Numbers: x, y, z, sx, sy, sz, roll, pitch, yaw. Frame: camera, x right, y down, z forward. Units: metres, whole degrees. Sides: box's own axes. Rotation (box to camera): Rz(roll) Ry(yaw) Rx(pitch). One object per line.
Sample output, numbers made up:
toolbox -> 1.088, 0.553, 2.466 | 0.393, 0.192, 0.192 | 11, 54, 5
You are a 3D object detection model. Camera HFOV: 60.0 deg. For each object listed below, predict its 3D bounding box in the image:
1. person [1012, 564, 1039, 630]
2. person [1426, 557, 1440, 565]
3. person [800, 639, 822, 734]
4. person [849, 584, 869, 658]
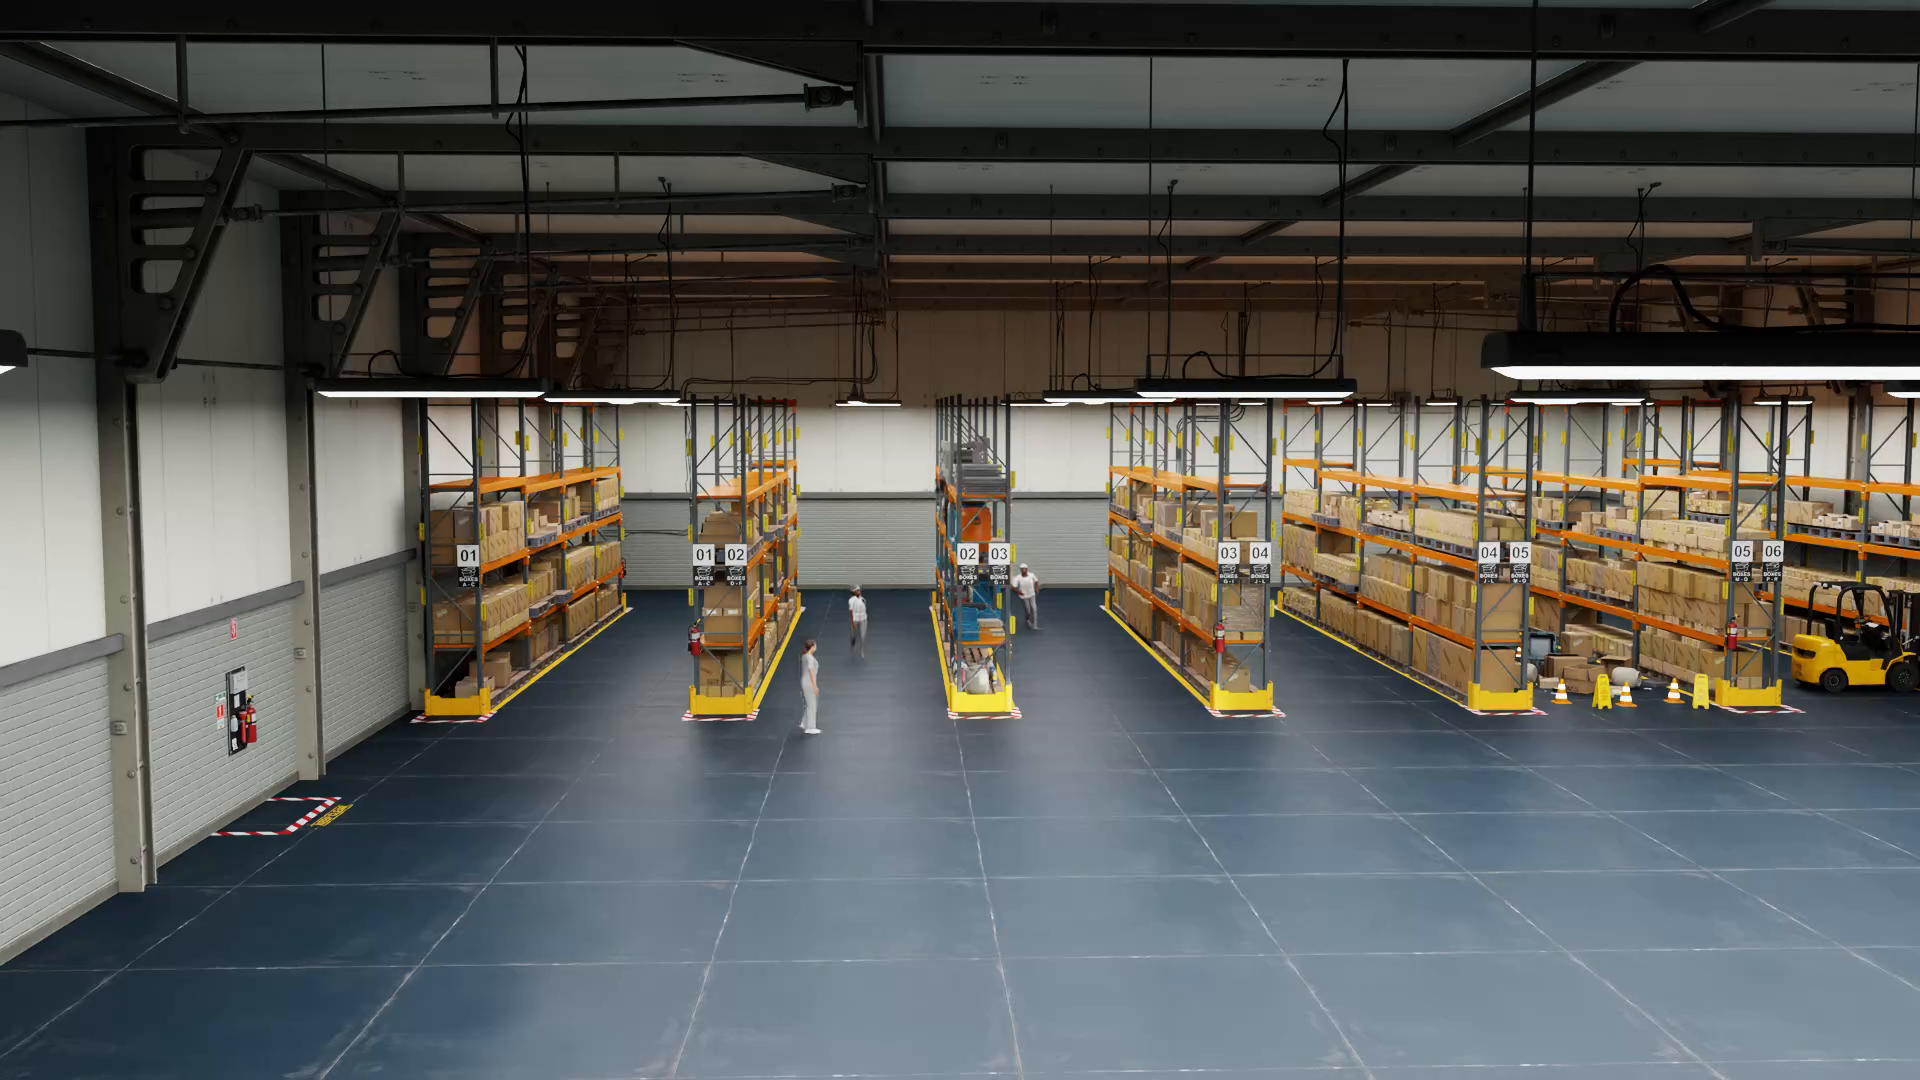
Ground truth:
person -> 1.720, 1.471, 43.159 | 0.686, 1.721, 0.743 | -1, 5, -17
person -> 14.590, 0.909, 51.294 | 0.507, 1.616, 0.460 | 1, 5, 16
person -> -2.647, 2.605, 29.447 | 0.359, 1.723, 0.510 | -1, 5, -13
person -> -2.318, 1.843, 38.123 | 0.460, 1.662, 0.665 | 0, 5, -6
